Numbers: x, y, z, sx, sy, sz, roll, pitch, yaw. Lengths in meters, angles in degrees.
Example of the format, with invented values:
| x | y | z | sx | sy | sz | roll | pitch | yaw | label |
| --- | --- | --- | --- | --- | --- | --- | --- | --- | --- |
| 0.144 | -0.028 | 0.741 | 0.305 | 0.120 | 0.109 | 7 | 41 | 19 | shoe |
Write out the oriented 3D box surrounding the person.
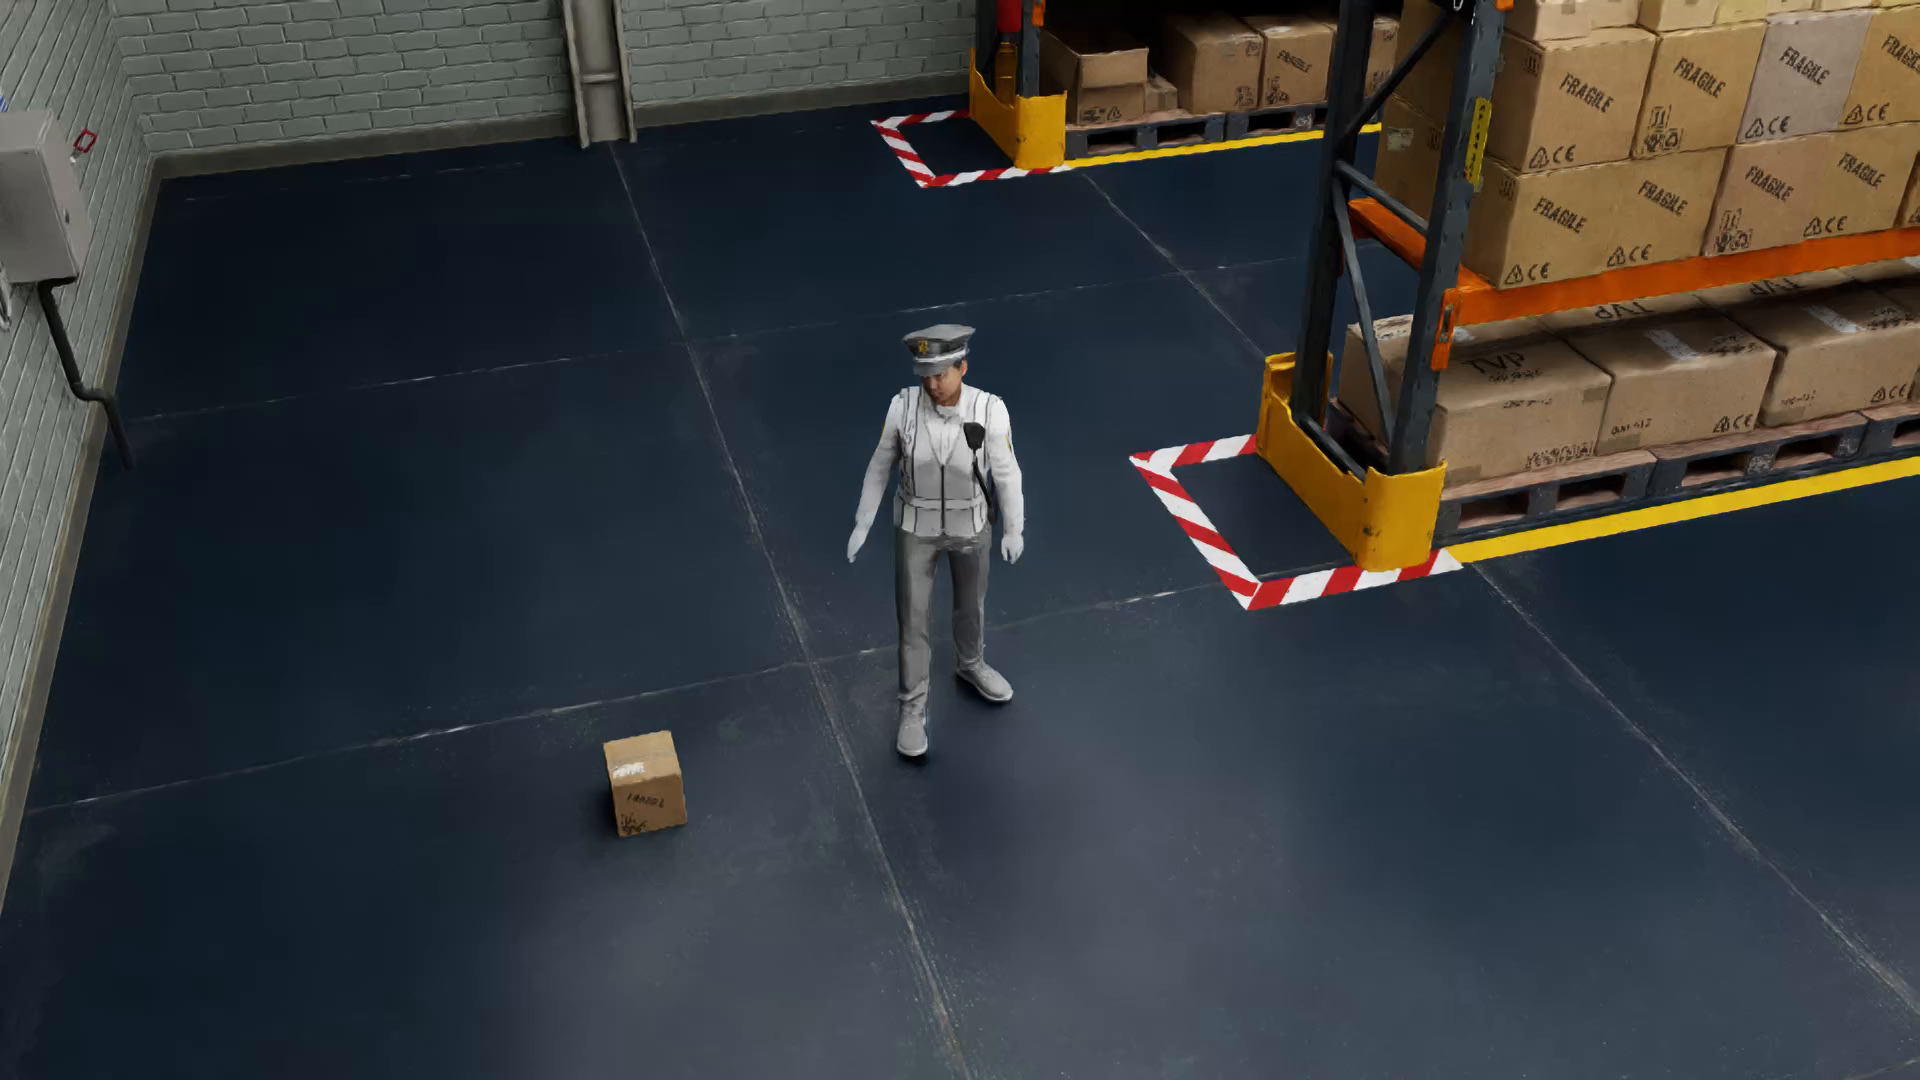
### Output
| x | y | z | sx | sy | sz | roll | pitch | yaw | label |
| --- | --- | --- | --- | --- | --- | --- | --- | --- | --- |
| -0.088 | -0.005 | 6.101 | 0.658 | 1.672 | 0.587 | -1 | 34 | -1 | person |
